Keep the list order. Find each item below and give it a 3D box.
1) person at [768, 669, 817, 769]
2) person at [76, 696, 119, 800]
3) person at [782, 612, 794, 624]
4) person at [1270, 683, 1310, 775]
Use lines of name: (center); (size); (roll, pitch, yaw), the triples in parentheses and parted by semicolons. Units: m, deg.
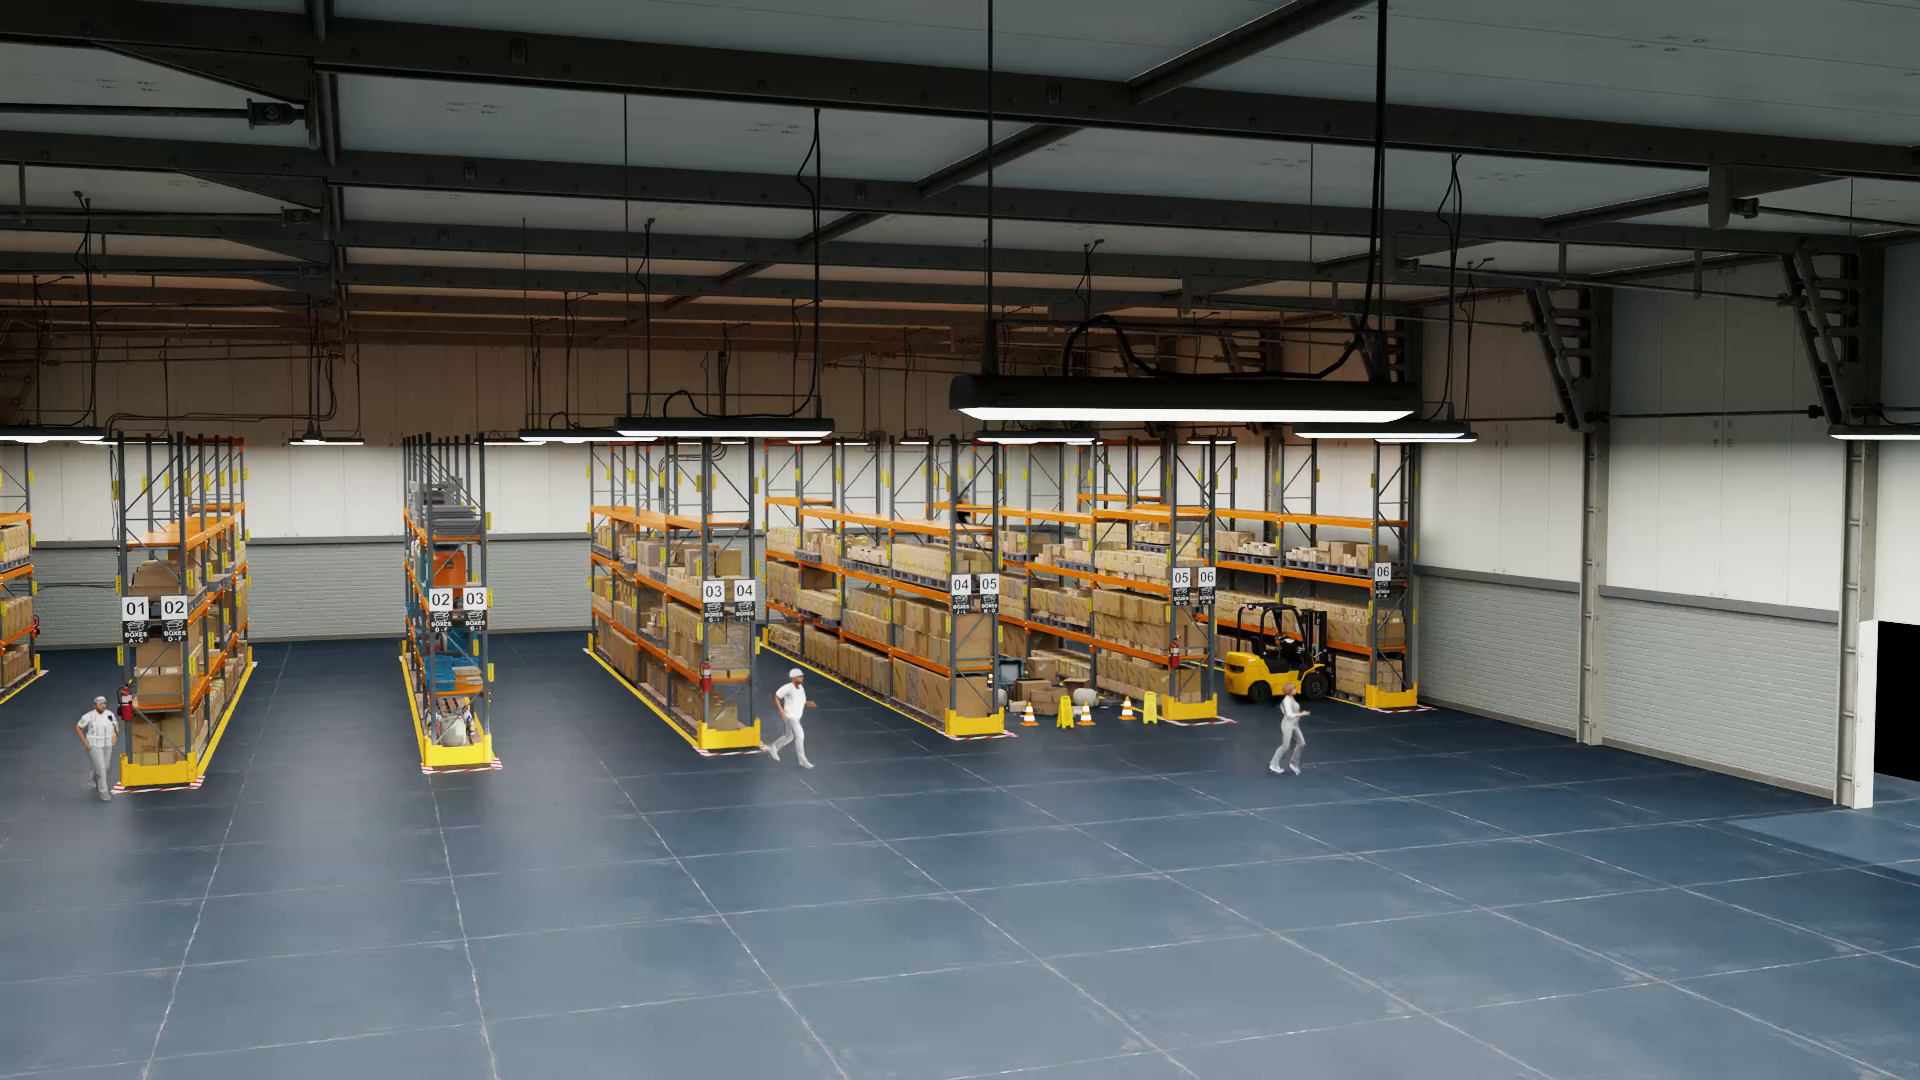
person: (-3.043, 3.185, 29.870); (0.983, 1.768, 0.657); (1, 3, 19)
person: (-14.144, 3.396, 27.306); (0.872, 1.658, 0.610); (2, 4, 34)
person: (-5.053, 2.156, 49.781); (0.590, 1.664, 0.633); (1, 3, 25)
person: (5.774, 3.316, 29.065); (0.684, 1.648, 0.526); (2, 4, 27)
